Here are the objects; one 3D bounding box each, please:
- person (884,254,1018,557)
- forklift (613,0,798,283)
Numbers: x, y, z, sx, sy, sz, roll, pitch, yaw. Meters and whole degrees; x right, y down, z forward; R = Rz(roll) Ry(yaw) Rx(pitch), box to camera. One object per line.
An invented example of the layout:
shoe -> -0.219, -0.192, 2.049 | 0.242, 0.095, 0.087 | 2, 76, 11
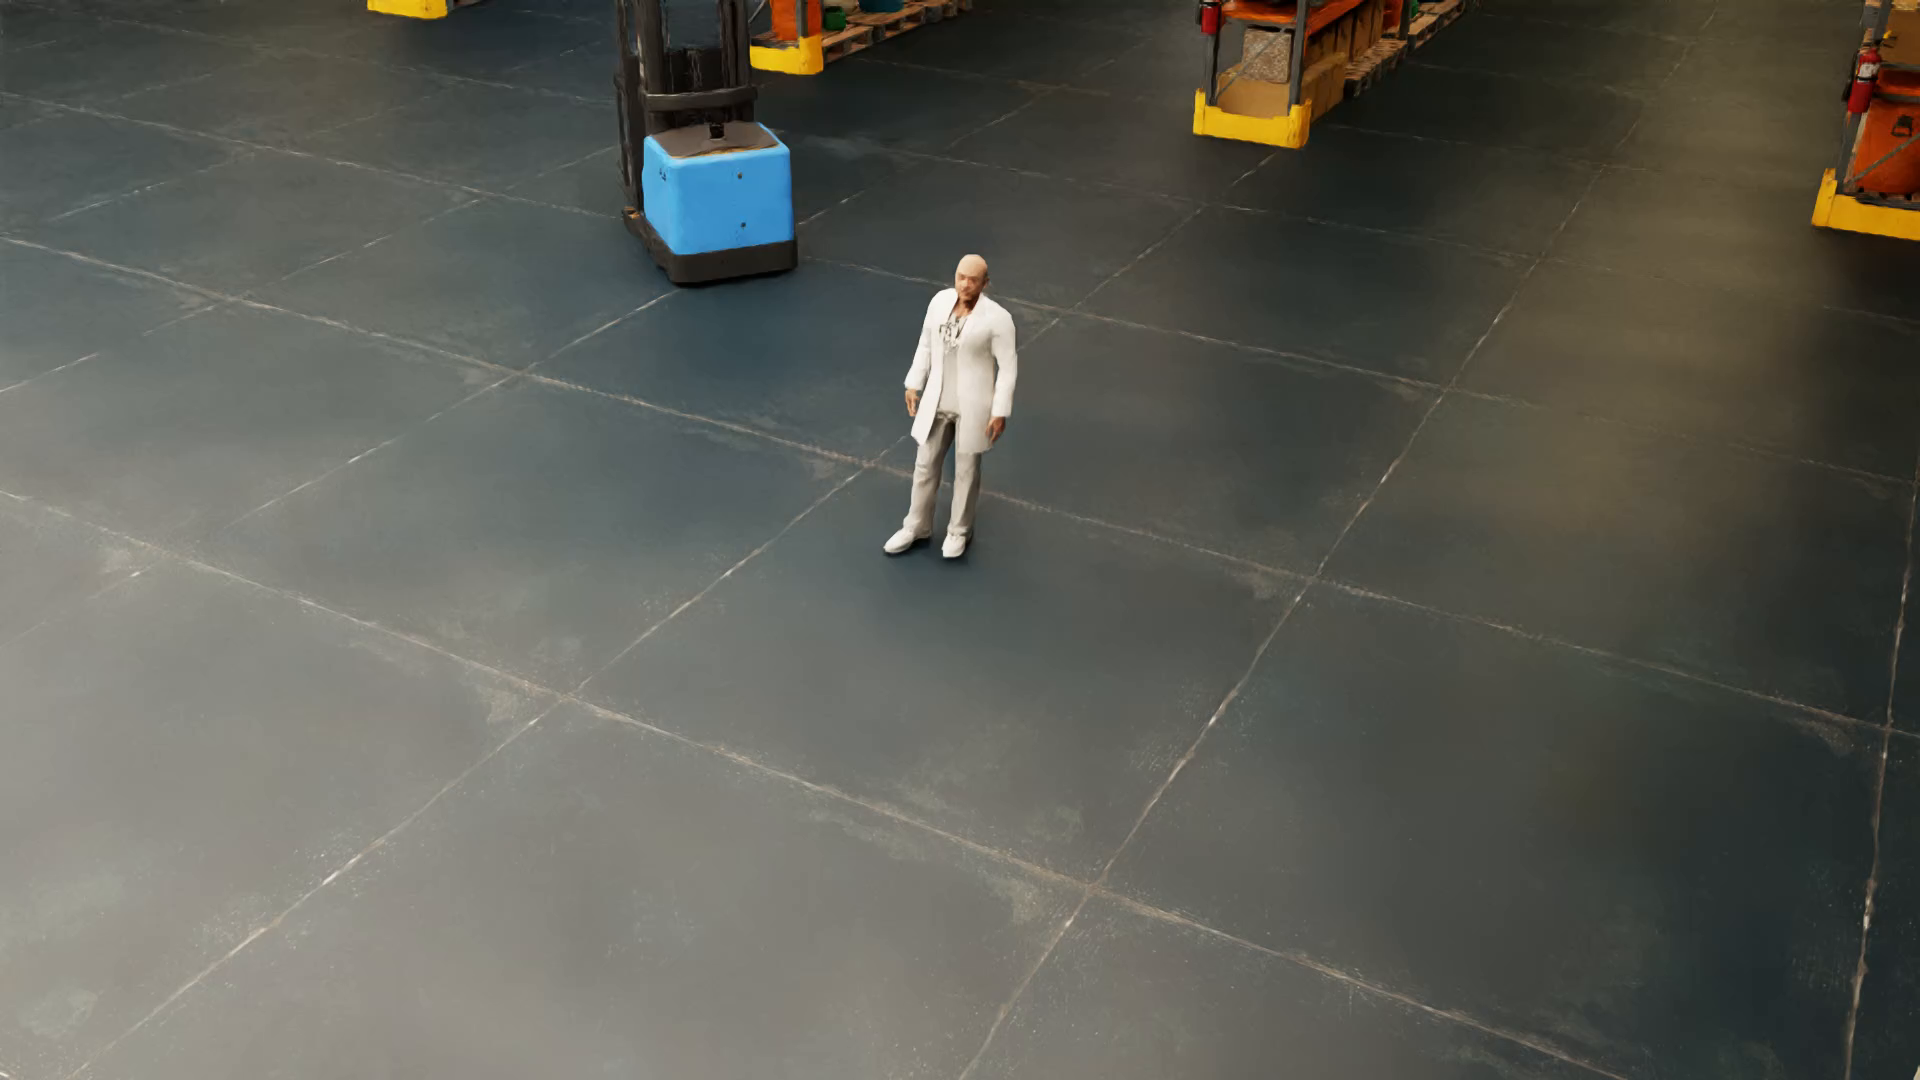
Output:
person -> -0.048, -0.738, 9.488 | 0.694, 1.776, 0.579 | 15, 33, 25
forklift -> -2.385, -4.069, 14.121 | 1.130, 2.935, 3.031 | -12, 32, -20
